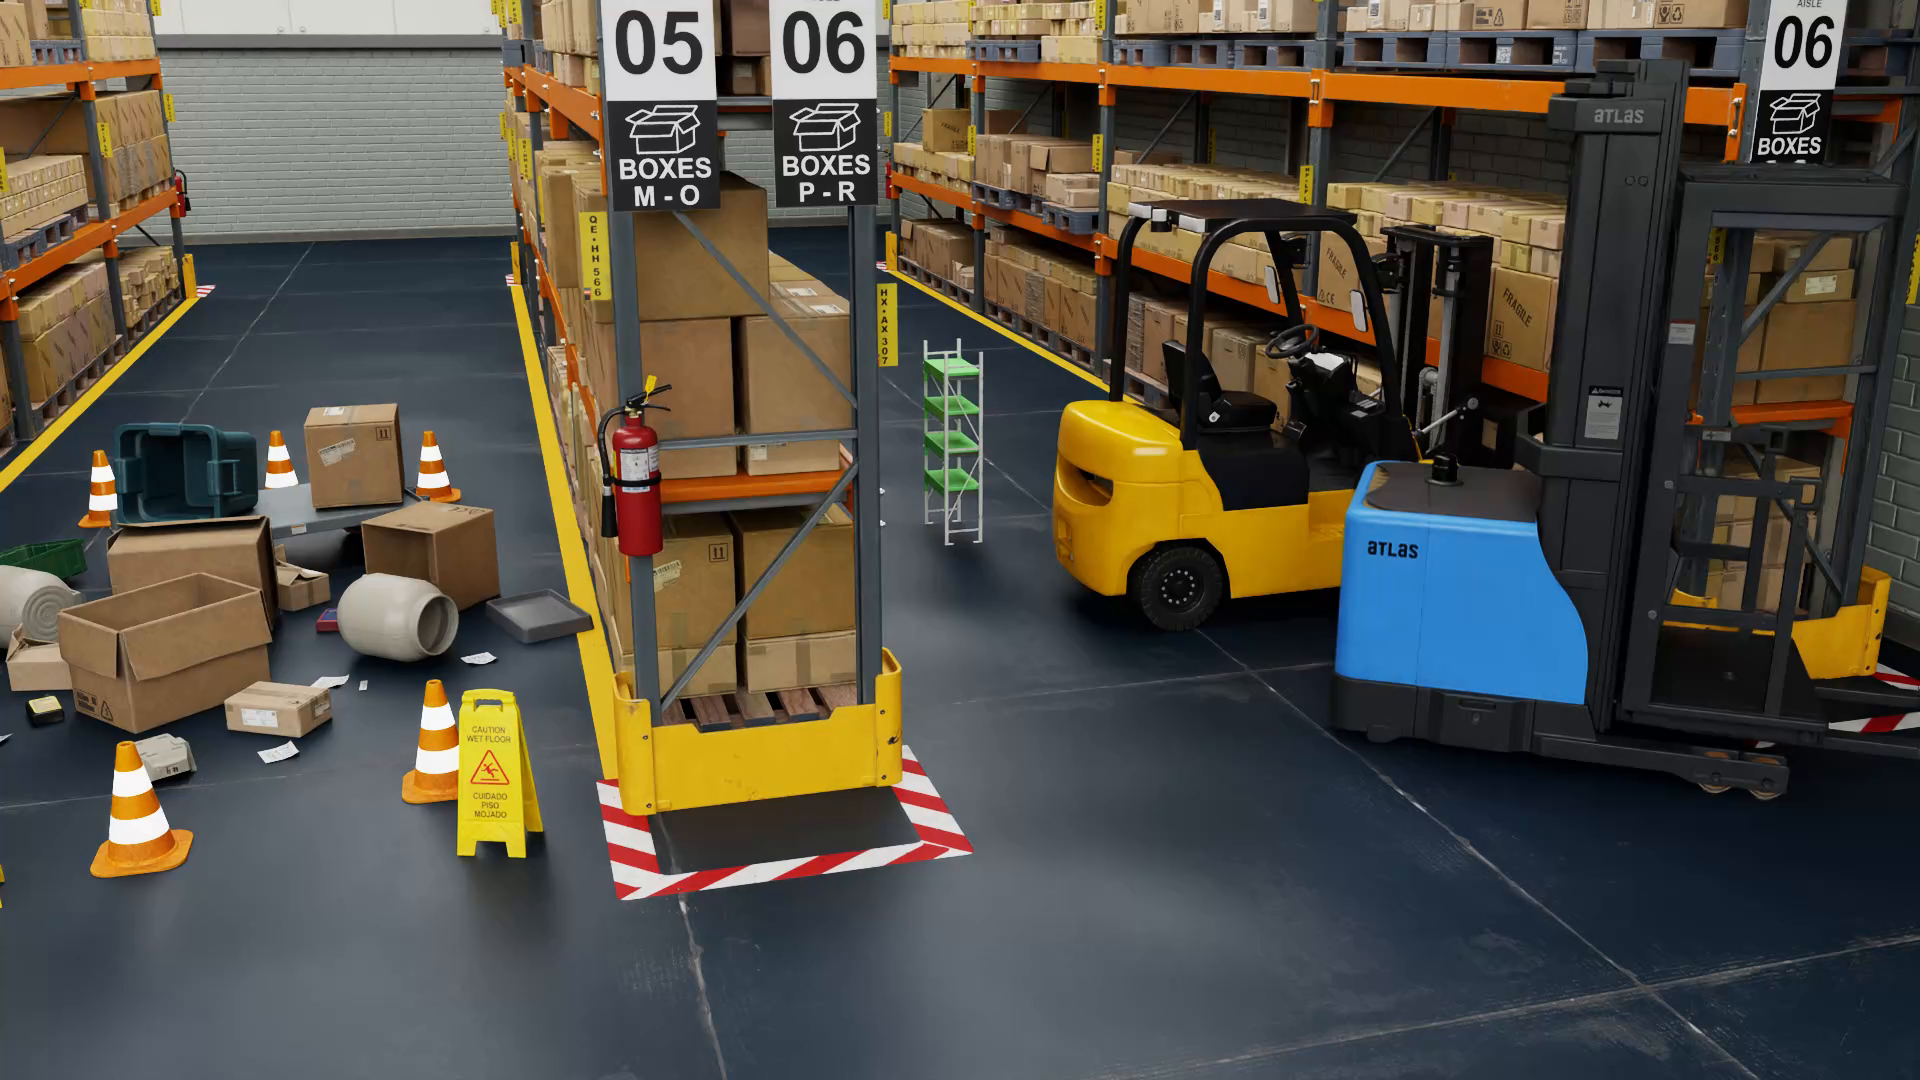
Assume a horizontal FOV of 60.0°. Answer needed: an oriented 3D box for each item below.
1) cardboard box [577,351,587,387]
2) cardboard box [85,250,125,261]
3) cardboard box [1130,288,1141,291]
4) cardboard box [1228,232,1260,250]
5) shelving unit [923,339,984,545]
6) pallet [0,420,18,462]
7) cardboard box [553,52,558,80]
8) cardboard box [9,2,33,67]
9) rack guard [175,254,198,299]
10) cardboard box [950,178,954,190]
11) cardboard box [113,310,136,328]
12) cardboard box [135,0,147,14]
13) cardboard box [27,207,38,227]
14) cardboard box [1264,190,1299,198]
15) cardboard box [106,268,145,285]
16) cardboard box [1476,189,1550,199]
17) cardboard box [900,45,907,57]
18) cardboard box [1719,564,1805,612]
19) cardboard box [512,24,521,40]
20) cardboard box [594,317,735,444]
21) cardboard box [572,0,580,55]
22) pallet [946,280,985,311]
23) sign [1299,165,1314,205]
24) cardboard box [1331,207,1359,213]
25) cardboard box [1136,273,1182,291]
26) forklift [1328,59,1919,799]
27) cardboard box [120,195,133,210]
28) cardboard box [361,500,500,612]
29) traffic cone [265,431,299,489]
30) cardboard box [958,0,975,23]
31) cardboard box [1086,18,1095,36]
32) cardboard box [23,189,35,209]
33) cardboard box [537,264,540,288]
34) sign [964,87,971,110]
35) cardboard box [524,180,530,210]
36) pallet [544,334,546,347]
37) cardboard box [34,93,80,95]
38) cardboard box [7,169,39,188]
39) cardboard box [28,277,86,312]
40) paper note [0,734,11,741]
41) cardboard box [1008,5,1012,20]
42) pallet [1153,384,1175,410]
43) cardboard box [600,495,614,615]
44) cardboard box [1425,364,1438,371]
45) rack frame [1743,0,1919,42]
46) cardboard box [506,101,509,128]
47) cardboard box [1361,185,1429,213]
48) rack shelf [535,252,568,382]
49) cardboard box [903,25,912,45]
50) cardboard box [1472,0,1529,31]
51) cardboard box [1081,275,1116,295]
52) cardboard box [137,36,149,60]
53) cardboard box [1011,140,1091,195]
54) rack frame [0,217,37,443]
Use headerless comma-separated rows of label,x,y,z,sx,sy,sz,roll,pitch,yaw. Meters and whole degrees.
cardboard box,-1.796,-0.907,8.695,0.380,0.149,0.250,-5,17,-15
cardboard box,-9.937,-3.277,19.338,0.380,0.149,0.250,-4,17,-14
cardboard box,1.909,-2.137,15.968,0.500,0.500,0.500,-4,17,-13
cardboard box,2.326,-2.313,12.330,0.500,0.250,0.500,-5,17,-17
shelving unit,-0.046,-0.620,10.432,0.258,1.200,0.503,-5,17,-15
pallet,-7.603,-0.622,12.156,1.003,0.211,1.213,-5,17,-15
cardboard box,-2.051,-2.628,9.210,0.380,0.149,0.250,-5,17,-15
cardboard box,-7.935,-4.121,13.569,0.500,0.500,0.500,-5,17,-15
rack guard,-9.925,-3.176,20.157,1.175,0.500,0.348,-5,17,-15
cardboard box,0.093,-4.264,19.869,0.380,0.149,0.250,-4,17,-14
cardboard box,-8.638,-2.250,16.954,0.380,0.149,0.250,-5,18,-18
cardboard box,-9.572,-6.121,19.100,0.380,0.149,0.250,-5,17,-16
cardboard box,-7.976,-2.699,13.930,0.380,0.149,0.250,-4,17,-13
cardboard box,2.443,-2.465,12.144,0.380,0.149,0.250,-5,17,-15
cardboard box,-8.963,-2.815,17.800,0.380,0.149,0.250,-4,17,-14
cardboard box,3.477,-2.116,10.462,0.380,0.149,0.250,-5,17,-16
cardboard box,-0.579,-6.417,21.824,0.380,0.149,0.250,-4,17,-14
cardboard box,4.007,0.183,8.679,0.500,0.250,0.500,-5,17,-15
cardboard box,-3.471,-4.545,14.252,0.700,0.500,0.500,-6,18,-18
cardboard box,-1.231,-0.707,6.900,0.500,0.500,0.500,-5,17,-16
cardboard box,-1.341,-2.156,6.945,0.500,0.250,0.500,-5,17,-16
pallet,0.468,-2.955,19.924,1.003,0.211,1.213,-5,17,-15
sign,2.336,-2.359,11.216,0.100,0.325,0.005,-5,17,-15
cardboard box,2.690,-2.138,11.053,0.380,0.149,0.250,-5,17,-16
cardboard box,1.912,-2.478,15.975,0.380,0.149,0.250,-4,17,-12
forklift,3.234,-0.504,7.036,3.031,2.935,1.130,5,18,18
cardboard box,-8.952,-3.558,17.519,0.380,0.149,0.250,-4,17,-14
cardboard box,-2.931,0.105,9.228,0.500,0.500,0.500,7,18,23
traffic cone,-4.645,-0.513,11.356,0.336,0.463,0.334,-5,17,-15
cardboard box,0.286,-5.968,18.767,0.500,0.250,0.500,-5,17,-15
cardboard box,1.374,-4.702,15.246,0.380,0.149,0.250,-5,17,-17
cardboard box,-7.978,-2.842,13.888,0.380,0.149,0.250,-5,17,-15
cardboard box,-4.431,-3.111,19.319,0.875,0.438,0.875,-5,17,-17
sign,0.096,-5.952,22.489,0.100,0.325,0.005,-5,17,-15
cardboard box,-3.698,-3.164,15.163,0.500,0.250,0.500,-5,17,-17
pallet,-3.492,-1.826,16.165,1.003,0.211,1.213,-5,17,-15
cardboard box,-9.812,-4.634,18.236,0.500,0.500,0.500,-5,17,-16
cardboard box,-8.051,-3.054,14.078,0.380,0.149,0.250,-4,17,-14
cardboard box,-8.112,-2.177,14.797,0.500,0.250,0.500,-6,18,-18
paper note,-4.336,0.897,7.414,0.144,0.017,0.142,1,17,4
cardboard box,0.710,-5.414,17.065,0.380,0.149,0.250,-4,17,-14
pallet,2.276,-1.091,13.718,1.003,0.211,1.213,-5,17,-15
cardboard box,-1.435,0.023,7.906,0.500,0.500,0.500,-4,17,-13
cardboard box,3.330,-0.991,10.850,0.500,0.250,0.500,-5,17,-16
rack frame,3.954,-3.655,6.977,1.000,3.000,0.127,-5,17,-15
cardboard box,-5.208,-5.043,20.115,0.500,0.500,0.500,-5,17,-17
cardboard box,2.833,-2.214,10.789,0.380,0.149,0.250,-4,17,-14
rack shelf,-2.466,-1.703,12.159,1.077,0.370,4.000,-5,17,-15
cardboard box,-0.424,-6.431,21.178,0.500,0.250,0.500,-4,17,-14
cardboard box,3.289,-3.076,9.181,0.797,0.503,0.637,-4,17,-13
cardboard box,1.376,-2.426,15.801,0.380,0.149,0.250,-6,18,-18
cardboard box,-9.420,-5.514,18.641,0.500,0.250,0.500,-5,17,-15
cardboard box,0.932,-3.838,17.111,0.700,0.500,0.500,-5,17,-16
rack frame,-7.748,-2.182,12.501,1.000,3.000,0.127,-5,17,-15
